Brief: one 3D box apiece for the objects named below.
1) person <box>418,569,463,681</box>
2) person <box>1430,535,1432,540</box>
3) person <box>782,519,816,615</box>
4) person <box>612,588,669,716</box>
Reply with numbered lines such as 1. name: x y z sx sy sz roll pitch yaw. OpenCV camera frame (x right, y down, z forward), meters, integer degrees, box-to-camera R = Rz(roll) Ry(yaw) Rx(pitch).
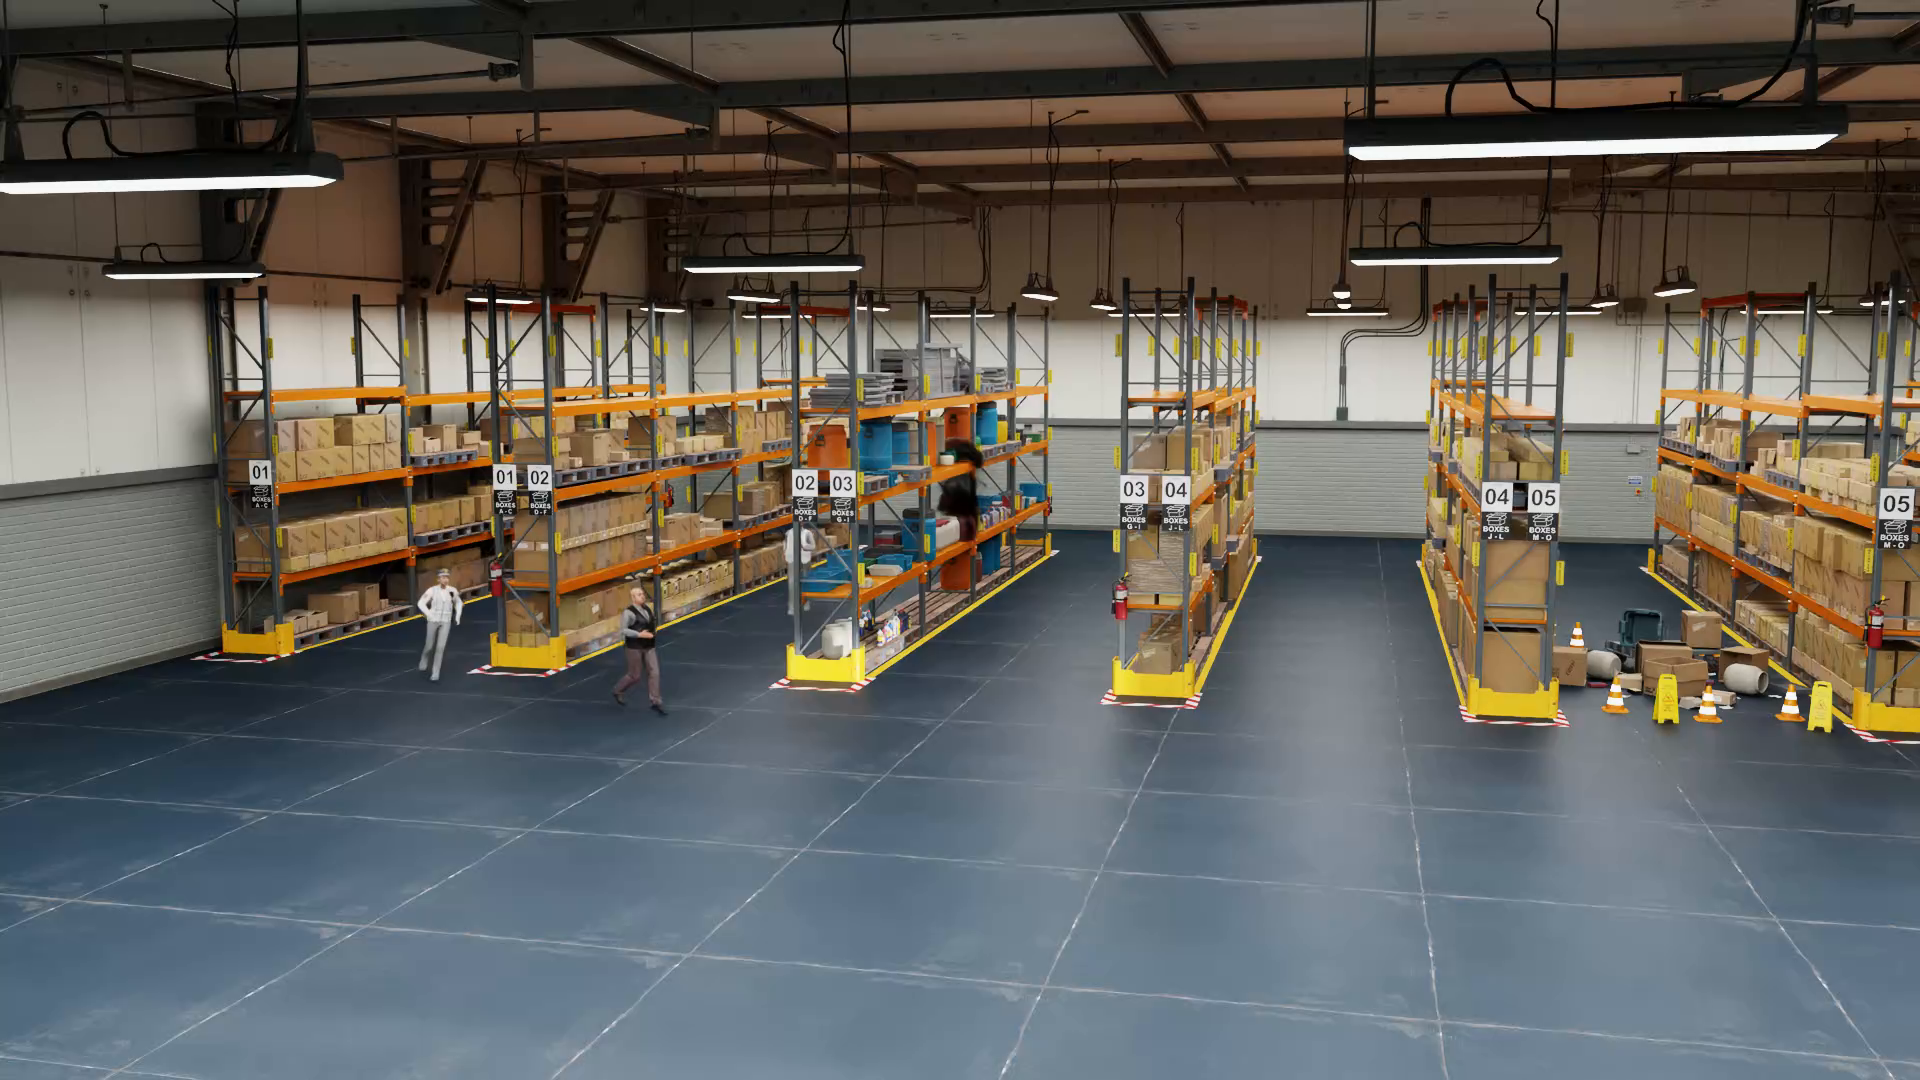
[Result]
1. person: -7.927 1.256 25.432 0.674 1.651 0.893 -3 7 -24
2. person: 11.419 -0.319 39.348 0.530 1.635 0.640 0 7 3
3. person: -2.882 0.417 29.635 0.655 1.805 0.898 1 7 8
4. person: -4.415 1.519 22.897 0.953 1.738 0.670 5 8 36
